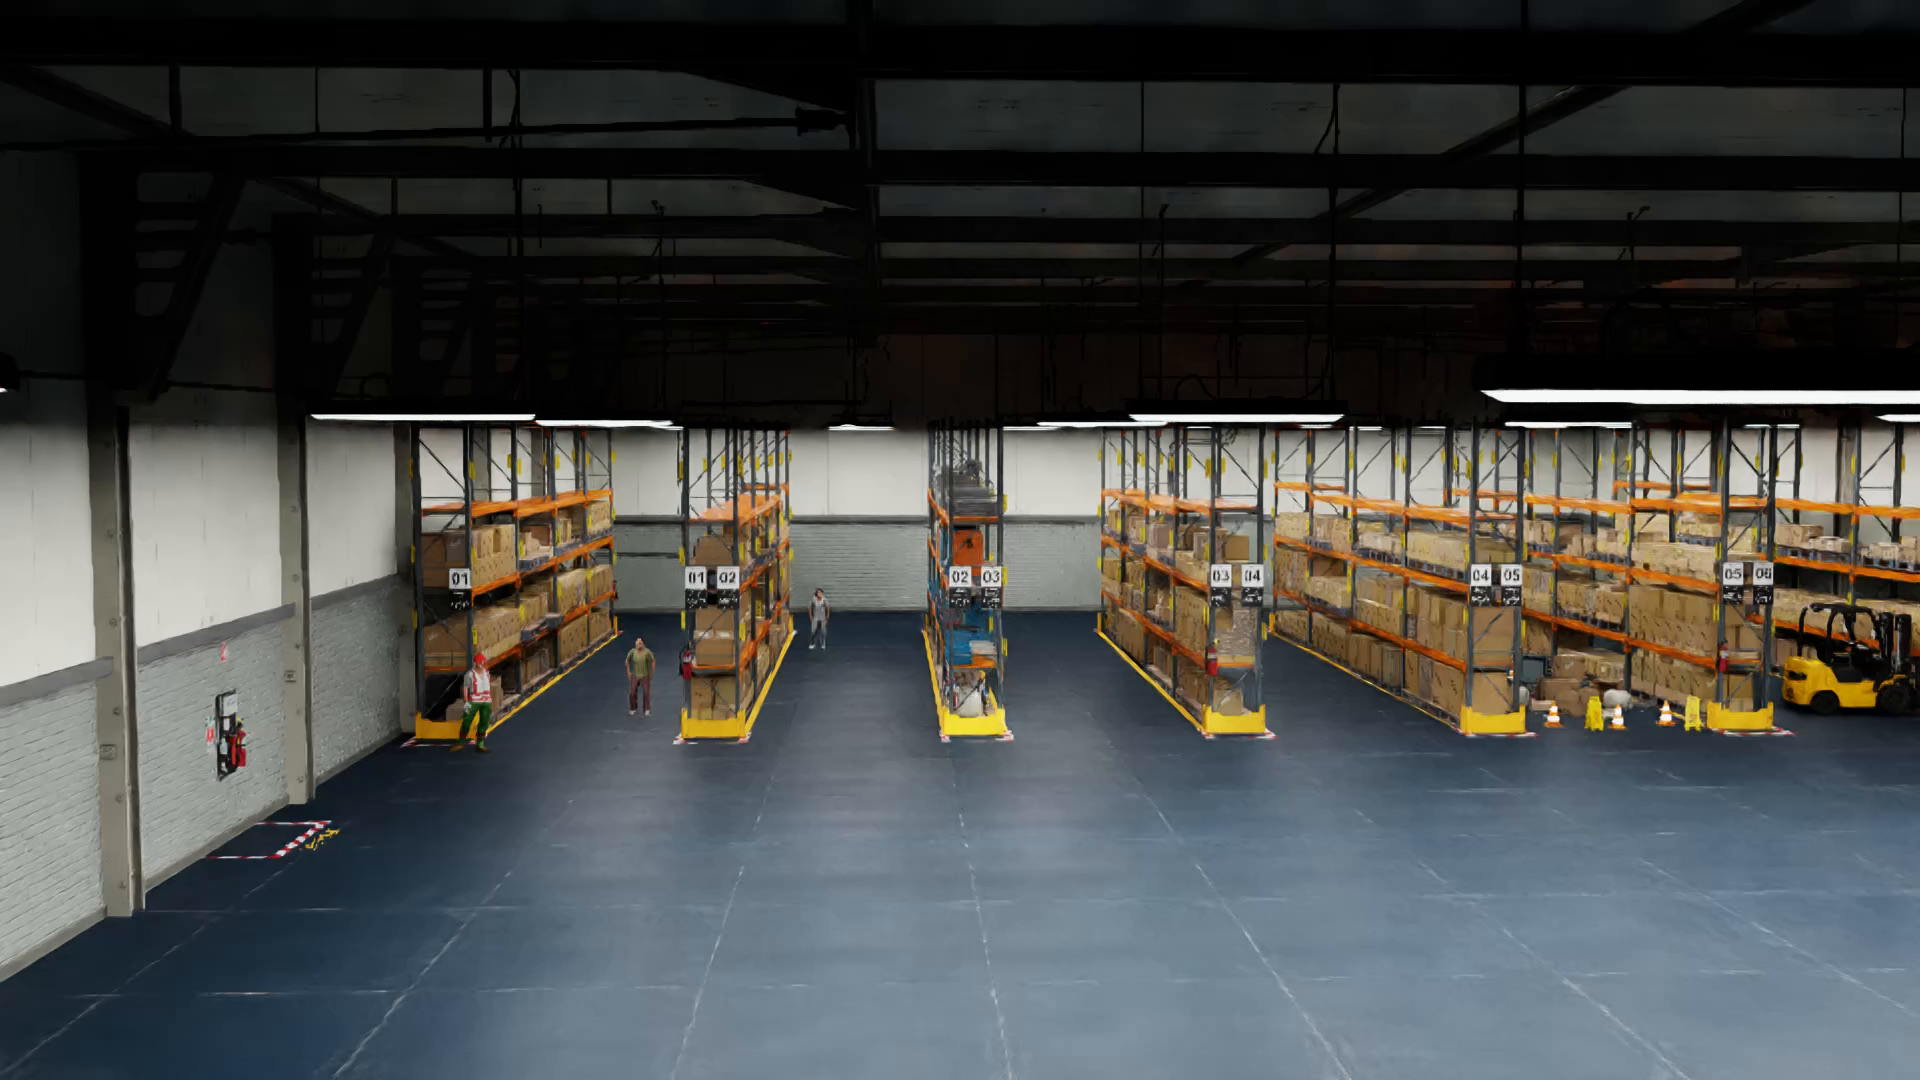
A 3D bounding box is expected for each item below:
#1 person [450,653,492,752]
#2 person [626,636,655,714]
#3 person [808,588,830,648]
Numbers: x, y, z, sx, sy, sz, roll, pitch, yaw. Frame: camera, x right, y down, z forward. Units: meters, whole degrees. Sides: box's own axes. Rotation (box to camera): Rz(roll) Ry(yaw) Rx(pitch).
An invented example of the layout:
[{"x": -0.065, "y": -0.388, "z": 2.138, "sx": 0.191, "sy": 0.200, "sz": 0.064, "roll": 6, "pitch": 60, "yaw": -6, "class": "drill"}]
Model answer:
[{"x": -8.706, "y": 2.901, "z": 29.645, "sx": 0.731, "sy": 1.780, "sz": 0.517, "roll": -4, "pitch": 5, "yaw": -44, "class": "person"}, {"x": -6.452, "y": 2.729, "z": 33.589, "sx": 0.598, "sy": 1.619, "sz": 0.507, "roll": 0, "pitch": 4, "yaw": -5, "class": "person"}, {"x": -3.717, "y": 2.059, "z": 43.878, "sx": 0.580, "sy": 1.619, "sz": 0.506, "roll": 0, "pitch": 4, "yaw": -5, "class": "person"}]
